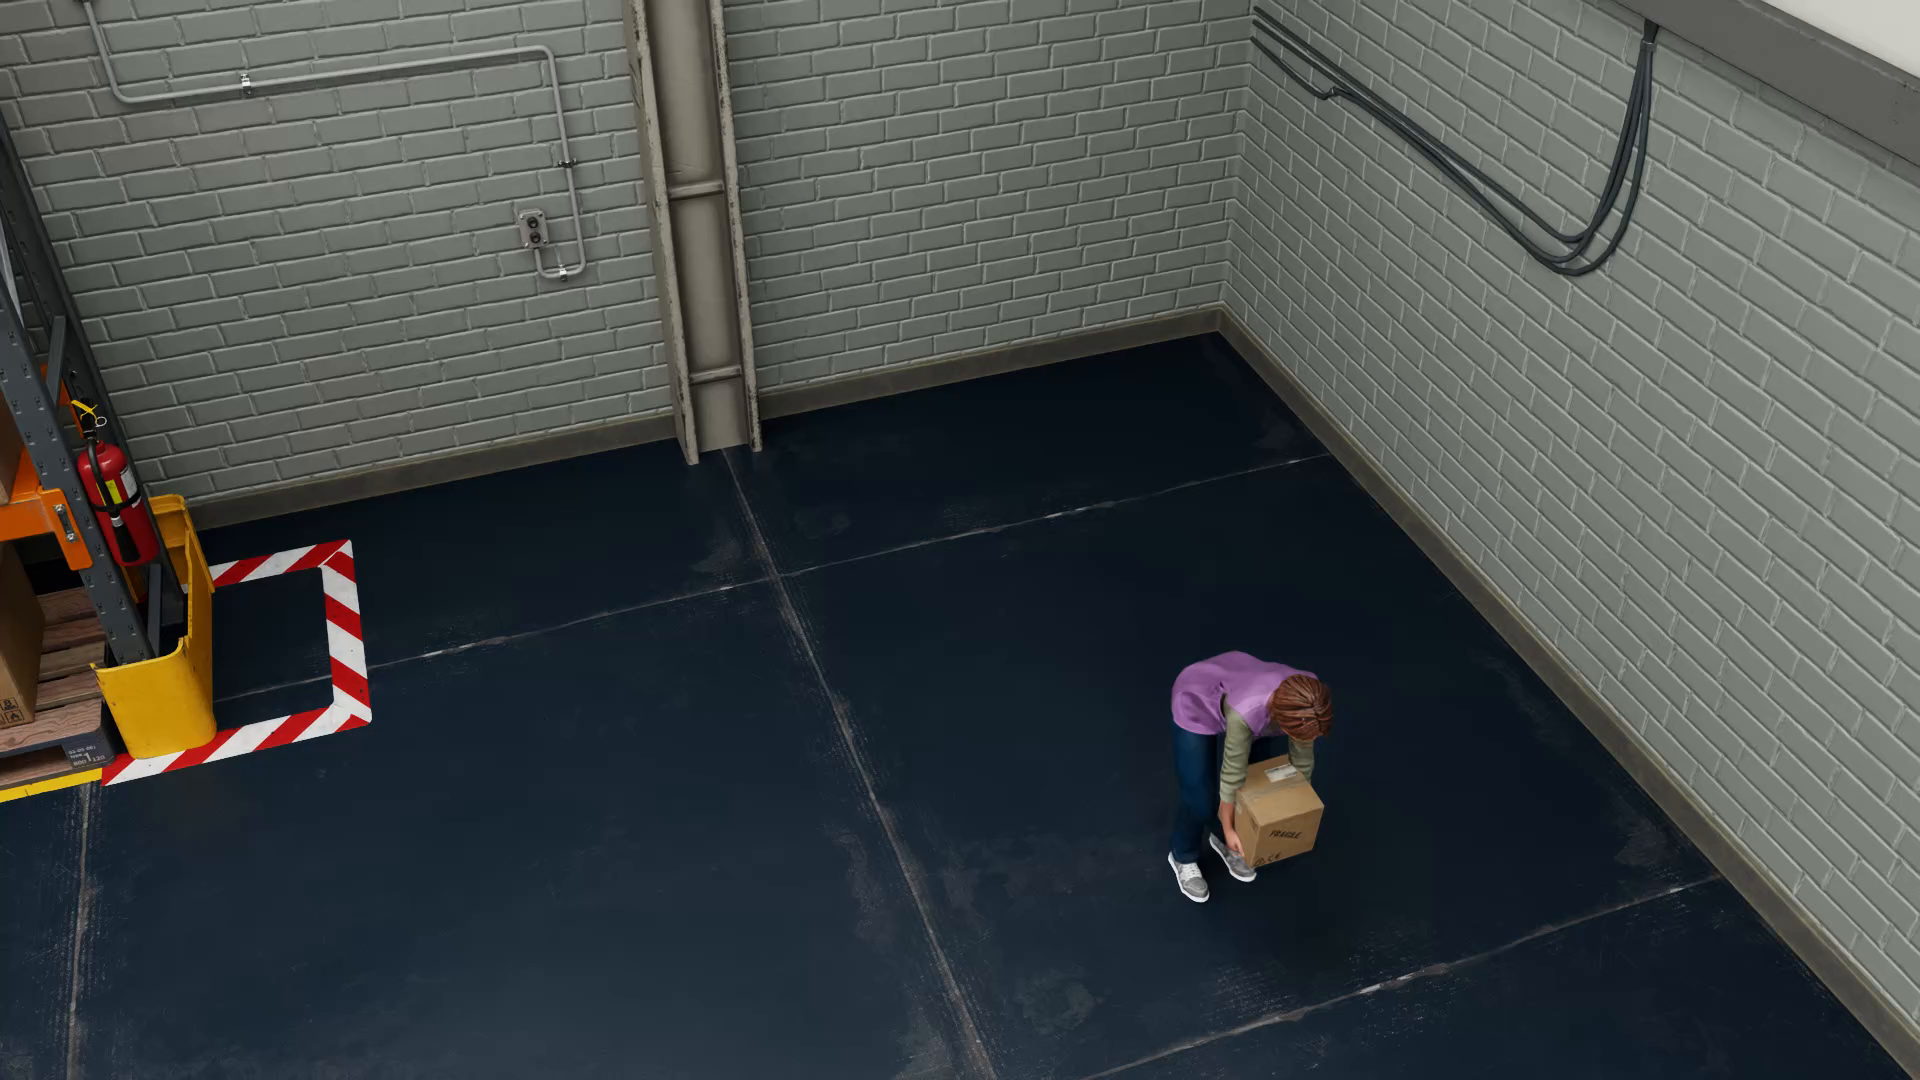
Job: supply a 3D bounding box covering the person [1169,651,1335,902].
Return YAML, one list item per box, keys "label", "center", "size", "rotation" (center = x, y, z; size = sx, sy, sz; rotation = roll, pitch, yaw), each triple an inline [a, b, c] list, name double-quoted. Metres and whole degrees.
- label: "person"
  center: [1.017, 0.844, 5.950]
  size: [0.380, 1.316, 0.757]
  rotation: [-14, 40, -17]
